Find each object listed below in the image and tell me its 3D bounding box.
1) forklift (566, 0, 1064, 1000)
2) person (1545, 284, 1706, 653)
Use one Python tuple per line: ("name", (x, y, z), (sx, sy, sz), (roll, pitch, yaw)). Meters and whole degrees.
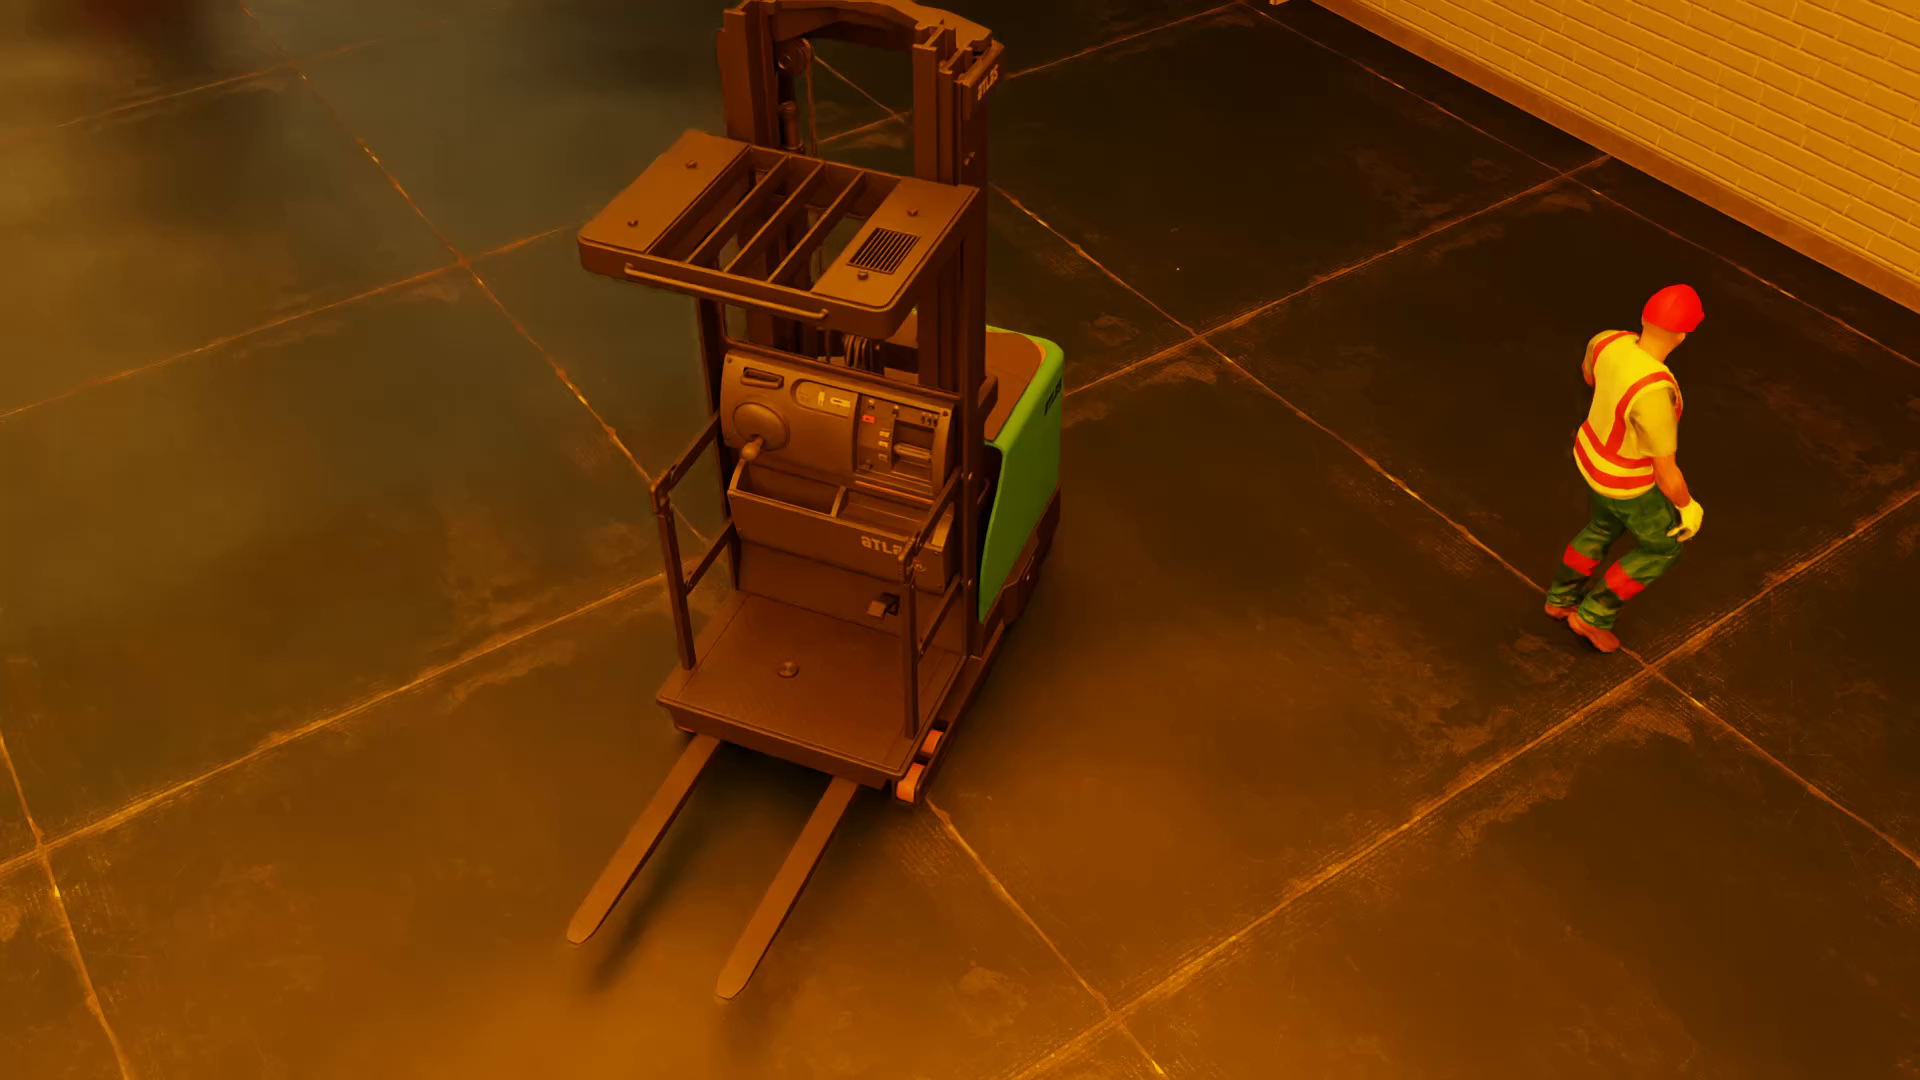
("forklift", (-0.549, -0.344, 6.088), (1.130, 2.935, 3.031), (15, 45, 16))
("person", (2.785, -0.319, 6.941), (0.483, 1.773, 0.844), (-2, 43, -2))
